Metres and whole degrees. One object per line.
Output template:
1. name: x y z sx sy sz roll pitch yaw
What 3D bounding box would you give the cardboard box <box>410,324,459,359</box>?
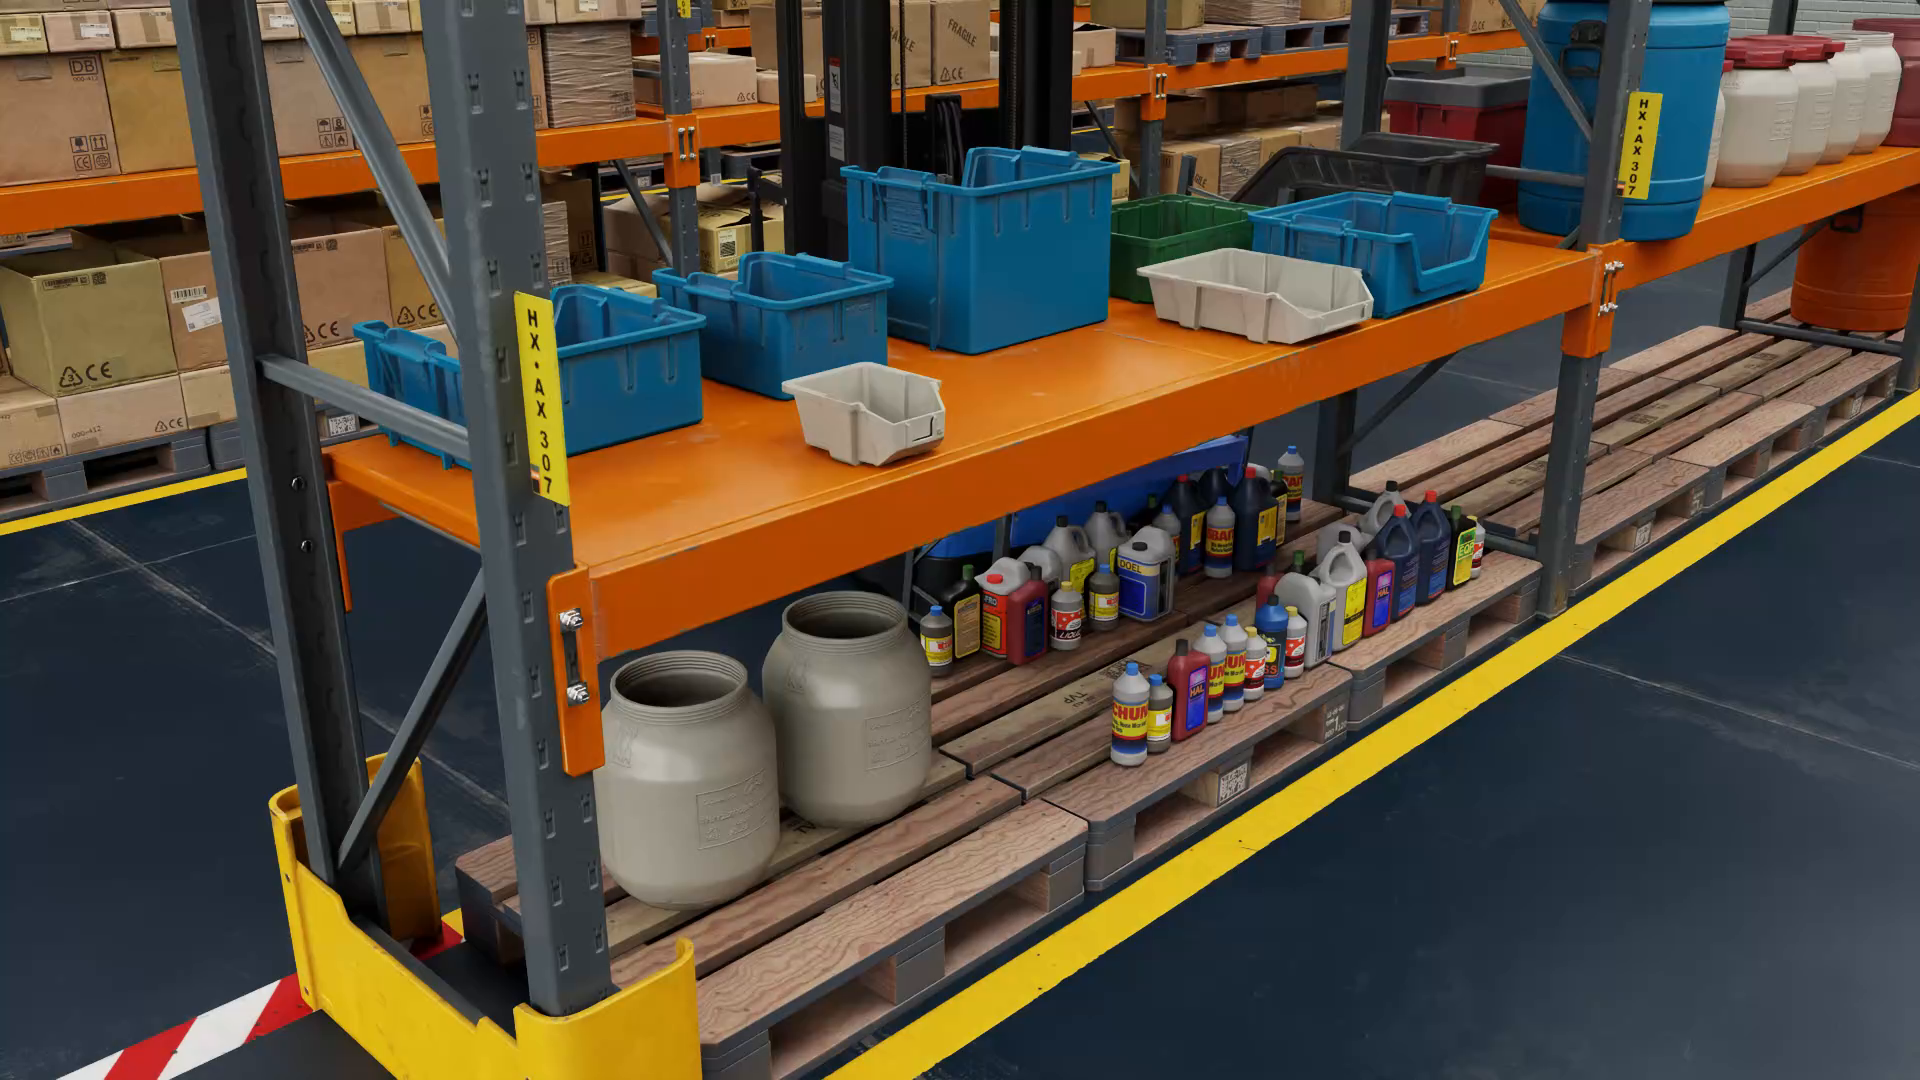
1. cardboard box: -2.654 -0.975 8.178 0.500 0.250 0.500 19 28 41

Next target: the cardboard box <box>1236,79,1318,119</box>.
1. cardboard box: 2.578 -3.620 13.636 0.500 0.250 0.500 19 28 41

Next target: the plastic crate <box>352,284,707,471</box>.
1. plastic crate: -0.902 -0.360 3.538 0.499 0.251 0.616 19 28 41

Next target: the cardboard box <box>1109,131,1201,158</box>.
1. cardboard box: 1.482 -2.861 12.708 0.500 0.500 0.500 -19 28 -40

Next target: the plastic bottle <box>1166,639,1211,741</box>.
1. plastic bottle: 0.622 0.395 4.539 0.133 0.283 0.061 -20 28 -41

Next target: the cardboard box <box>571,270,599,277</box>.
1. cardboard box: -2.333 -1.364 9.190 0.500 0.250 0.500 19 28 41

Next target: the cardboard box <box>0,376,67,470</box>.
1. cardboard box: -4.050 -0.461 6.841 0.500 0.250 0.500 19 28 41

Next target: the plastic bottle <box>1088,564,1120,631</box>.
1. plastic bottle: 0.452 0.175 5.226 0.097 0.201 0.097 0 21 0

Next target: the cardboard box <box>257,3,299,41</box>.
1. cardboard box: -3.082 -2.258 7.225 0.380 0.149 0.250 20 28 41

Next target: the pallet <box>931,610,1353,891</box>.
1. pallet: 0.404 0.525 4.915 1.003 0.211 1.213 19 28 41

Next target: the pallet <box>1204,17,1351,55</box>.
1. pallet: 2.351 -3.935 12.898 1.003 0.211 1.213 19 28 41

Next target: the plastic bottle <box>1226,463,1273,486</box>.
1. plastic bottle: 1.011 -0.126 5.905 0.135 0.276 0.152 -19 28 -40

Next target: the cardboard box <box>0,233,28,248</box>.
1. cardboard box: -6.643 -2.222 11.046 0.700 0.500 0.500 17 27 37

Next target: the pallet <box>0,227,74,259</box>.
1. pallet: -6.639 -1.936 11.316 1.003 0.211 1.213 19 28 41

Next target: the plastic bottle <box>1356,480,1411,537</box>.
1. plastic bottle: 1.408 -0.021 5.529 0.144 0.351 0.185 19 28 41

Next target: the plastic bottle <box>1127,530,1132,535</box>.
1. plastic bottle: 0.547 0.066 5.510 0.097 0.201 0.097 0 21 0

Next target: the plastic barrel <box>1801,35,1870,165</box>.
1. plastic barrel: 3.686 -1.908 7.203 0.421 0.512 0.421 0 21 0

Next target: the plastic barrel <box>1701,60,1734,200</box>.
1. plastic barrel: 2.578 -1.509 6.129 0.433 0.535 0.433 0 21 0

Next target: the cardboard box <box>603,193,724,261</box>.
1. cardboard box: -1.716 -1.845 9.660 0.500 0.311 0.500 19 28 41

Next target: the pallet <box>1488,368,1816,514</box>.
1. pallet: 3.125 -0.479 7.527 1.003 0.211 1.213 19 28 41

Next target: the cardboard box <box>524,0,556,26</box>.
1. cardboard box: -2.184 -2.590 8.088 0.380 0.149 0.250 18 28 39

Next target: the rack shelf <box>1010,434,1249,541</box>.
1. rack shelf: 0.417 -0.273 5.564 1.000 0.185 0.538 -13 31 -34

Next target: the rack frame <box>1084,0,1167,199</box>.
1. rack frame: 0.998 -3.523 11.560 1.000 3.000 0.127 19 28 41

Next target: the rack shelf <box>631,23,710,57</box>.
1. rack shelf: -3.949 -3.912 13.574 1.077 0.370 4.000 19 28 41

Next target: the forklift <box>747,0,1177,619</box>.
1. forklift: -0.261 -1.572 6.578 1.130 2.935 3.031 -9 23 -23

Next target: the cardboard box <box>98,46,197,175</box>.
1. cardboard box: -3.535 -1.893 7.178 0.700 0.500 0.500 19 28 41

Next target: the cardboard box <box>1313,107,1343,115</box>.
1. cardboard box: 2.912 -3.387 14.076 0.500 0.500 0.500 -20 28 -41

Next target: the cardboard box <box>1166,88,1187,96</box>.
1. cardboard box: 2.261 -5.514 19.638 0.700 0.500 0.500 19 28 40

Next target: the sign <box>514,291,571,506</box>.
1. sign: -0.646 -0.216 2.571 0.100 0.325 0.005 19 28 41

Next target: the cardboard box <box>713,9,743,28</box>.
1. cardboard box: -2.159 -4.681 14.894 0.380 0.149 0.250 19 28 40

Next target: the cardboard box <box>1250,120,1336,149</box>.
1. cardboard box: 2.595 -3.006 13.086 0.500 0.500 0.500 18 27 39

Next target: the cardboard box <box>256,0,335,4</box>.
1. cardboard box: -3.148 -2.644 7.326 0.700 0.500 0.500 19 28 41

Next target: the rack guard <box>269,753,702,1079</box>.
1. rack guard: -1.017 0.909 3.512 1.175 0.500 0.348 19 28 41

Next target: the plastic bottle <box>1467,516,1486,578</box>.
1. plastic bottle: 1.724 0.018 5.634 0.097 0.201 0.097 0 21 0

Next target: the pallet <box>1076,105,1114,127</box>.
1. pallet: 1.674 -4.980 19.236 1.003 0.211 1.213 19 28 41

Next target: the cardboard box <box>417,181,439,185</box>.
1. cardboard box: -4.518 -3.111 13.359 0.700 0.500 0.500 19 28 40

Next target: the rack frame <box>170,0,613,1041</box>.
1. rack frame: -1.037 -0.226 2.982 1.000 3.000 0.127 19 28 41

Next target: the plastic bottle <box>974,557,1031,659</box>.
1. plastic bottle: 0.126 0.200 5.056 0.152 0.276 0.135 20 28 41

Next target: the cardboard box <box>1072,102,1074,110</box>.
1. cardboard box: 0.831 -4.986 18.265 0.700 0.500 0.500 20 29 41

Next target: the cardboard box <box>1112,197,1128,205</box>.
1. cardboard box: 0.805 -2.239 11.467 0.500 0.250 0.500 -19 28 -41

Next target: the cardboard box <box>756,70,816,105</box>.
1. cardboard box: -1.028 -2.554 9.389 0.380 0.149 0.250 19 28 41

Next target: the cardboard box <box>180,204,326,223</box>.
1. cardboard box: -3.385 -1.331 8.057 0.500 0.500 0.500 19 28 41

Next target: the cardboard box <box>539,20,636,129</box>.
1. cardboard box: -2.098 -2.426 8.566 0.700 0.500 0.500 18 28 39

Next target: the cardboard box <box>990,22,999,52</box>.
1. cardboard box: 0.235 -3.300 11.104 0.500 0.311 0.500 19 28 40

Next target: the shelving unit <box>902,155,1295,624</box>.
1. shelving unit: 0.433 -0.435 5.487 1.048 1.500 0.538 -13 31 -34

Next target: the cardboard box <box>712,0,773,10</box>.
1. cardboard box: -2.032 -5.018 14.866 0.500 0.500 0.500 -19 28 -40

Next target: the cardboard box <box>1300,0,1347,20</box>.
1. cardboard box: 2.600 -4.324 12.920 0.700 0.500 0.500 12 24 27

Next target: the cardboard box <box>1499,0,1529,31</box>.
1. cardboard box: 4.694 -4.793 14.725 0.500 0.500 0.500 -20 28 -41

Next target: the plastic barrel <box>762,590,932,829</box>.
1. plastic barrel: -0.283 0.422 4.178 0.421 0.512 0.421 0 21 0

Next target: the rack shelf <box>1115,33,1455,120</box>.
1. rack shelf: 2.393 -3.701 13.026 1.077 0.370 4.000 19 28 41

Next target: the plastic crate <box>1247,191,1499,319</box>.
1. plastic crate: 1.176 -0.832 4.766 0.499 0.251 0.616 19 28 41

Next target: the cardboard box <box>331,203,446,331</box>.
1. cardboard box: -2.663 -1.328 8.052 0.500 0.500 0.500 19 28 41

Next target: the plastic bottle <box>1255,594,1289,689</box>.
1. plastic bottle: 0.902 0.288 4.833 0.097 0.271 0.097 0 21 0

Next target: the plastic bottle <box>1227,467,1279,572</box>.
1. plastic bottle: 0.997 -0.083 5.690 0.144 0.351 0.185 19 28 41

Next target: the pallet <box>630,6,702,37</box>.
1. pallet: -2.975 -4.463 14.271 1.213 0.211 1.003 19 28 41

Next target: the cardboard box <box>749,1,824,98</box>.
1. cardboard box: -0.878 -2.870 9.722 0.500 0.500 0.500 -18 27 -38

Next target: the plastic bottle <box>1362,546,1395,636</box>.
1. plastic bottle: 1.293 0.148 5.182 0.133 0.283 0.061 -18 27 -39
